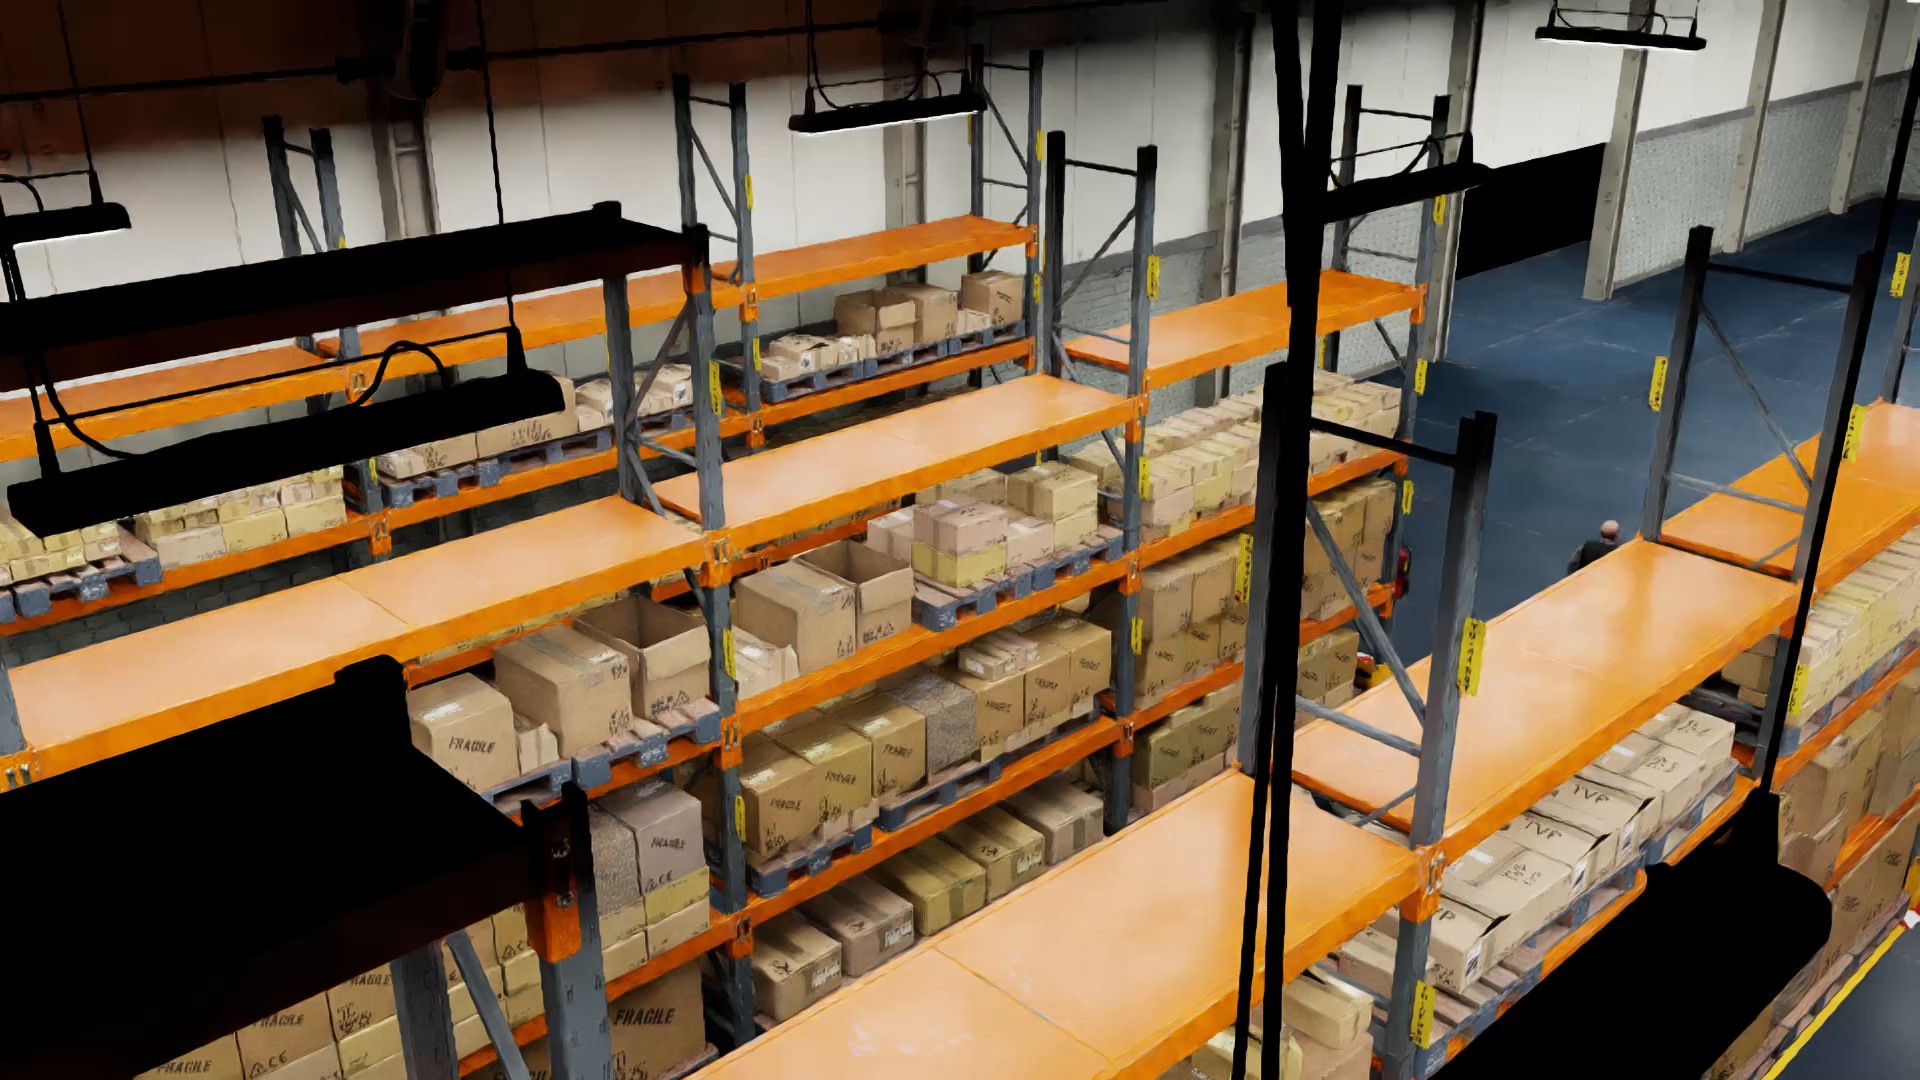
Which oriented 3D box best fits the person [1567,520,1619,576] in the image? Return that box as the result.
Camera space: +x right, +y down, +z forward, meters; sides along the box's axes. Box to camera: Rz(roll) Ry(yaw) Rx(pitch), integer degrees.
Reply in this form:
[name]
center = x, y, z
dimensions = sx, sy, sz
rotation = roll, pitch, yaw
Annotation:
[person]
center = 6.561, 0.612, 17.206
dimensions = 0.534, 1.674, 0.677
rotation = -21, 30, -40
